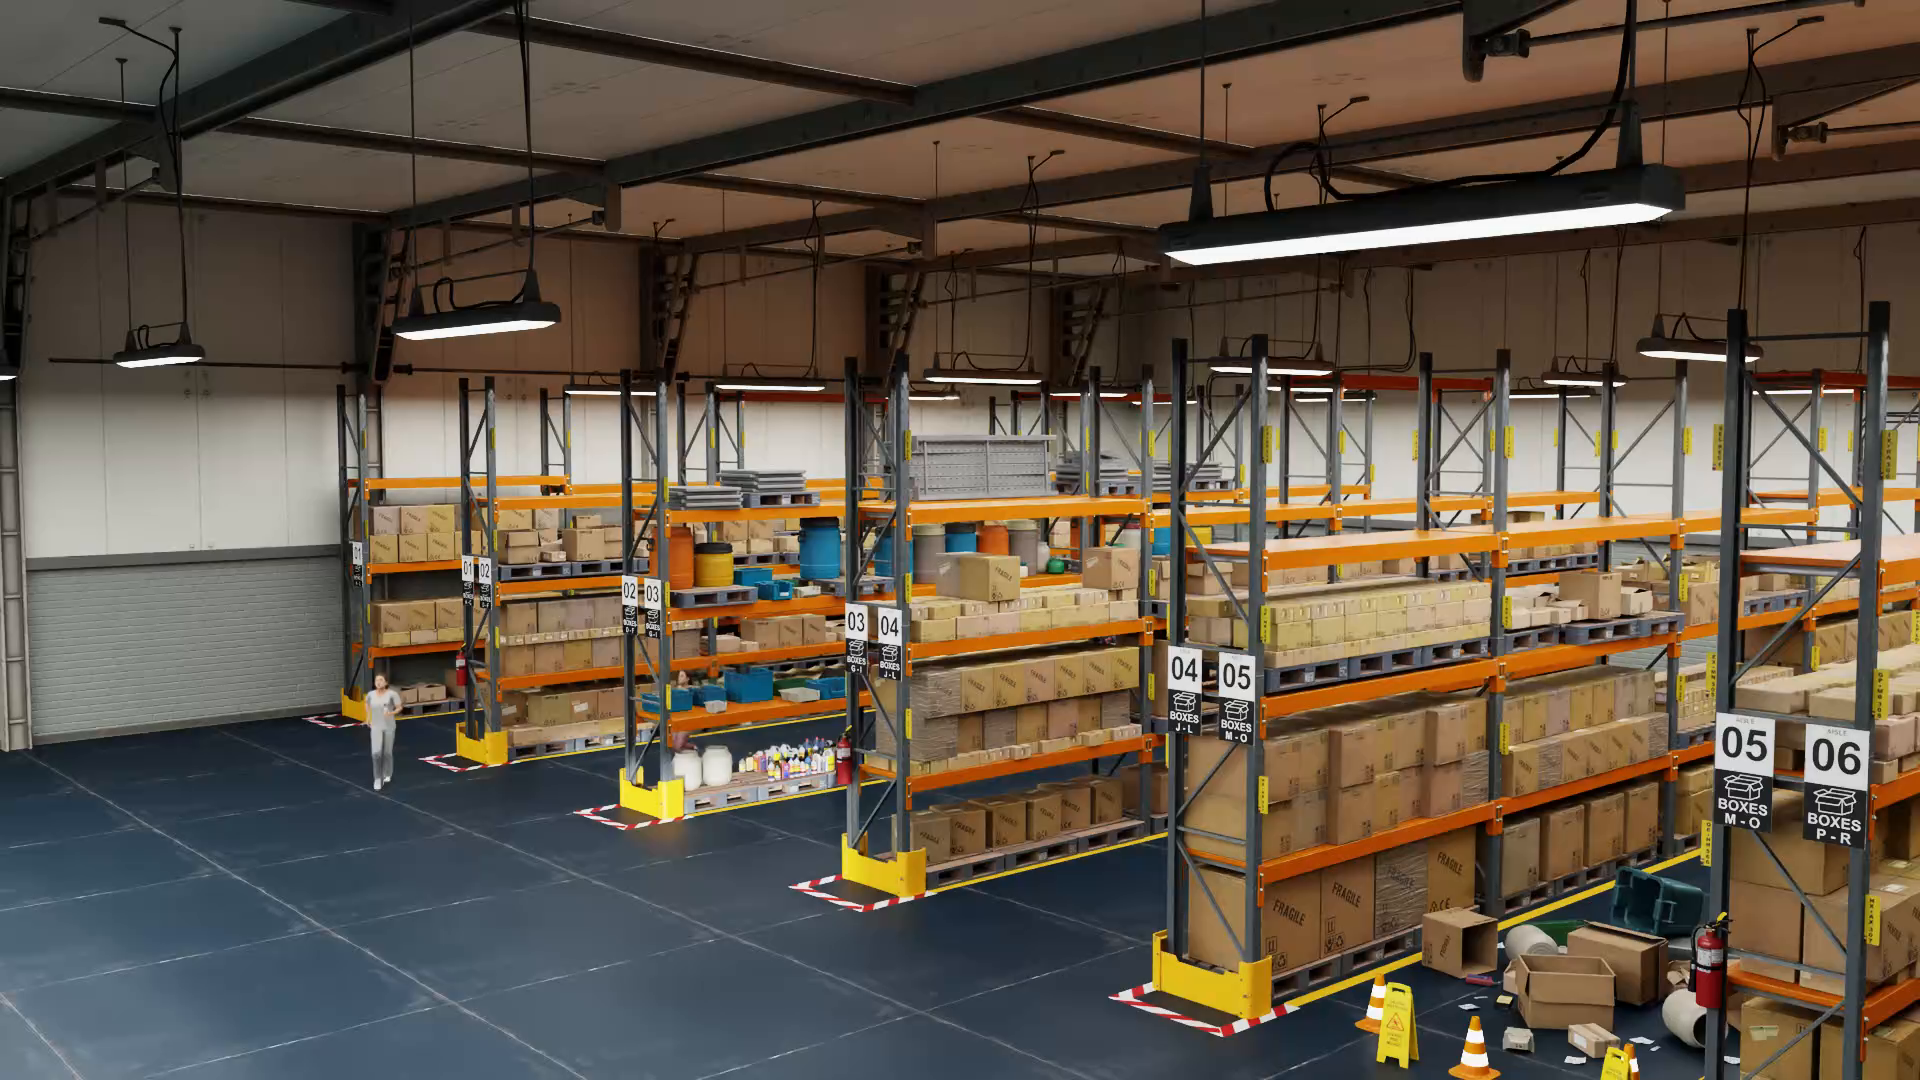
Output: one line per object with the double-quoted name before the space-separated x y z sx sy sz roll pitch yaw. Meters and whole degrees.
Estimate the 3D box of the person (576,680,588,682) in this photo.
"person" -6.725 2.393 29.267 0.645 1.699 0.619 3 5 37

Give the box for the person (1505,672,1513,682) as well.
"person" 7.855 2.704 24.160 0.813 1.745 0.674 -4 5 -44

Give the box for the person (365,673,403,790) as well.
"person" -8.346 2.761 24.070 0.554 1.700 0.695 -1 4 -11

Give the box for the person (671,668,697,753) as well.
"person" -4.093 2.731 24.855 0.581 1.618 0.565 2 4 34
